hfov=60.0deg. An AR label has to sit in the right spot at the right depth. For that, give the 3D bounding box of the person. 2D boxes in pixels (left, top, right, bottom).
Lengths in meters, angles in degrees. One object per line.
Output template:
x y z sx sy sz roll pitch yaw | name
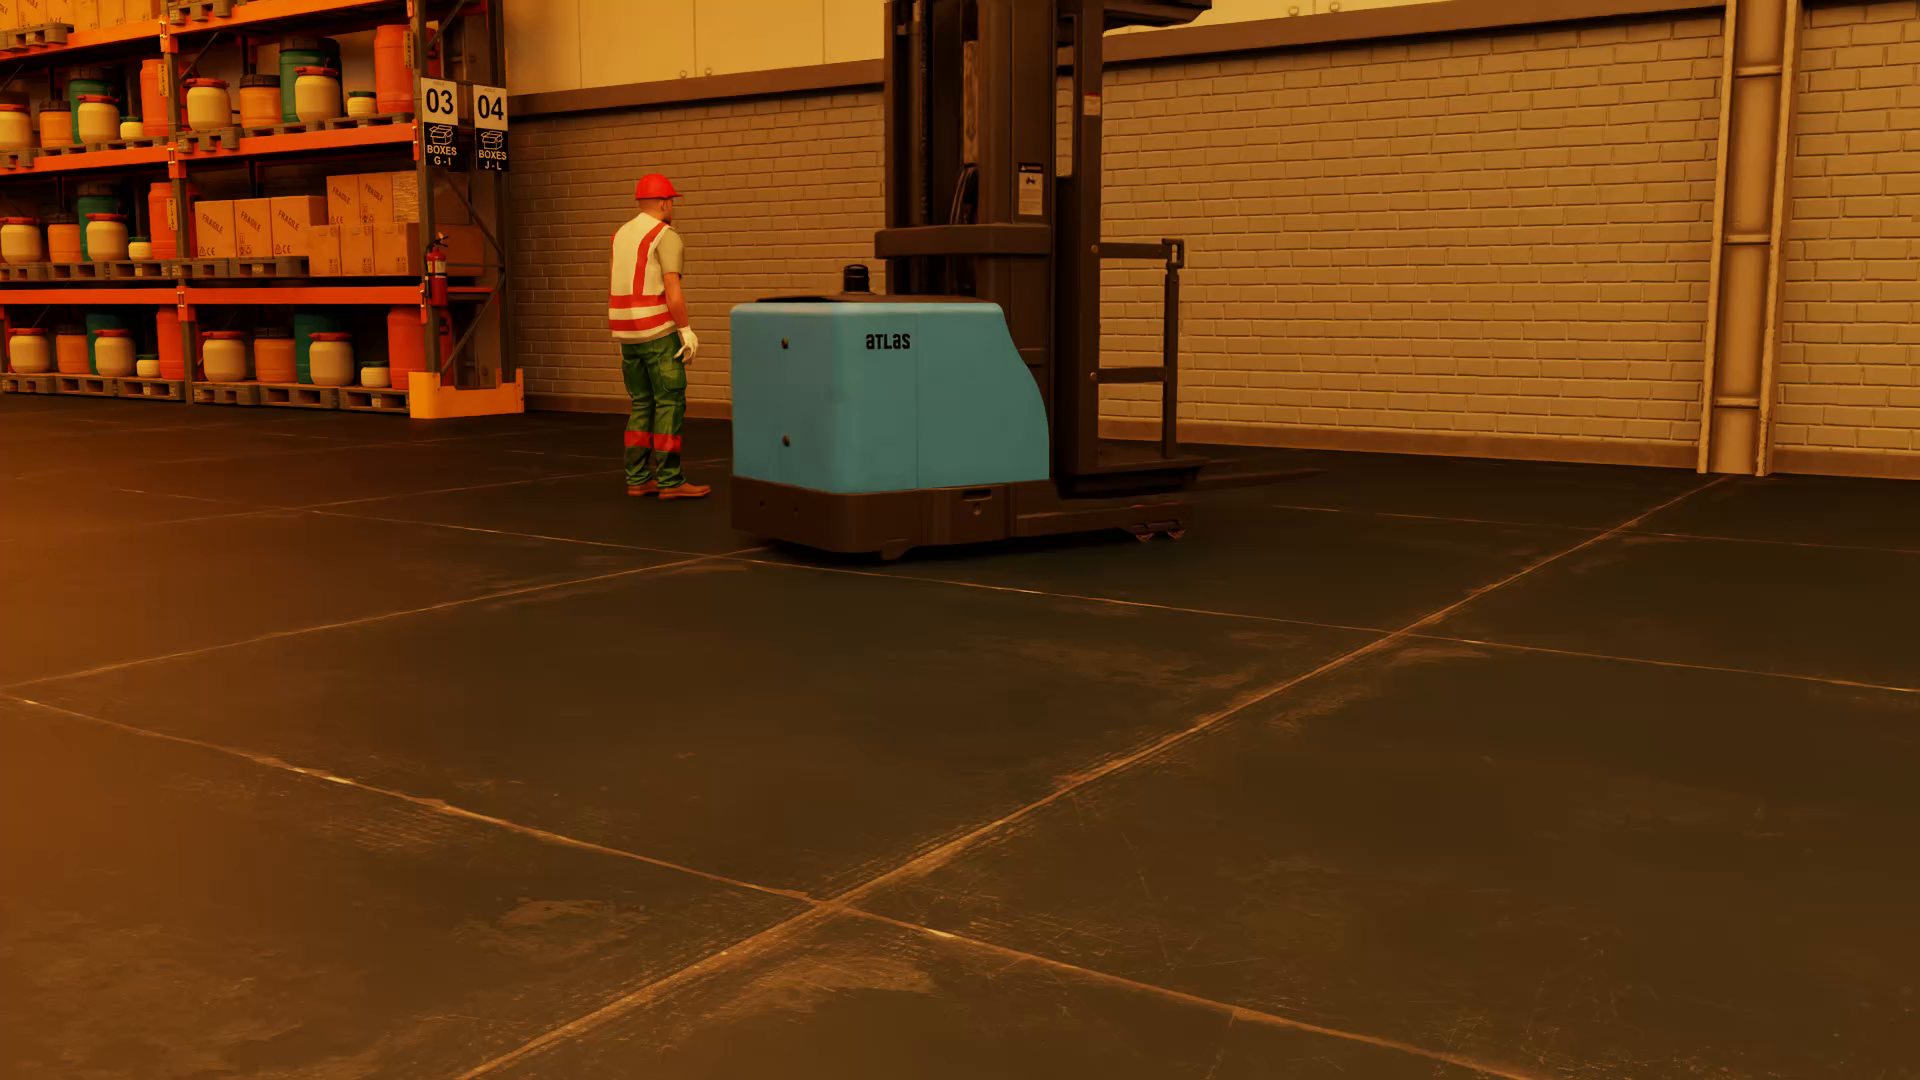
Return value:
-1.702 -1.130 9.236 0.621 1.780 0.445 7 11 41 | person

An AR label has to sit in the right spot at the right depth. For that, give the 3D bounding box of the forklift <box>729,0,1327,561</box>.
0.462 -1.504 7.769 3.031 2.935 1.130 -6 10 -35 | forklift
